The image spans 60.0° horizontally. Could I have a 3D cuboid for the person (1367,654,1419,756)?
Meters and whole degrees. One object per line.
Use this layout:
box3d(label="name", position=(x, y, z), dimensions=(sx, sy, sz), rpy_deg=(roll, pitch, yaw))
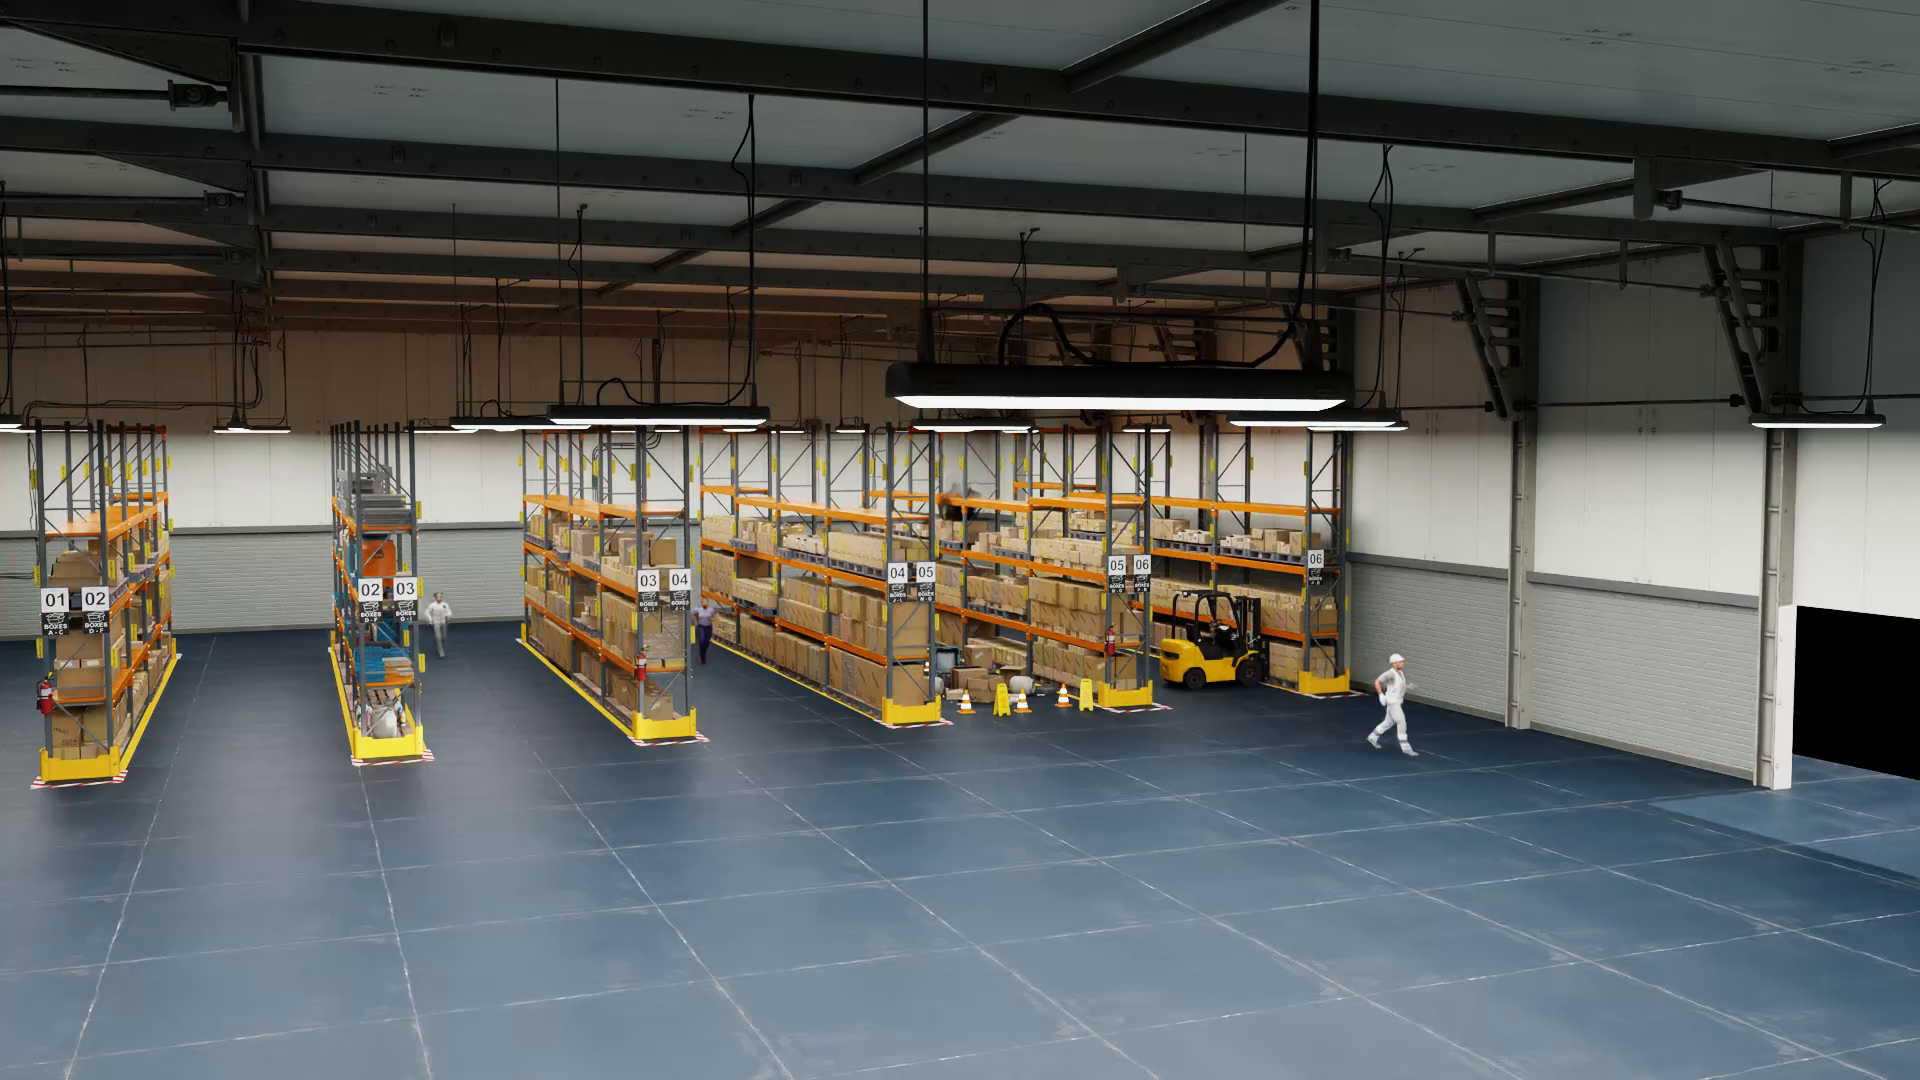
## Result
box3d(label="person", position=(7.759, 2.931, 29.785), dimensions=(0.983, 1.791, 0.660), rpy_deg=(2, 4, 33))

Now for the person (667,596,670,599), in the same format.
box3d(label="person", position=(-8.303, 1.879, 48.410), dimensions=(0.624, 1.625, 0.886), rpy_deg=(2, 4, 35))

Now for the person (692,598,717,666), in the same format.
box3d(label="person", position=(-6.435, 2.310, 41.954), dimensions=(0.576, 1.694, 0.868), rpy_deg=(-2, 4, -25))

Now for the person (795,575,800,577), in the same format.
box3d(label="person", position=(-4.600, 1.874, 47.370), dimensions=(0.646, 1.725, 0.957), rpy_deg=(-3, 5, -40))

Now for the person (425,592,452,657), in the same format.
box3d(label="person", position=(-13.534, 2.174, 43.226), dimensions=(0.623, 1.671, 0.891), rpy_deg=(-2, 4, -33))
